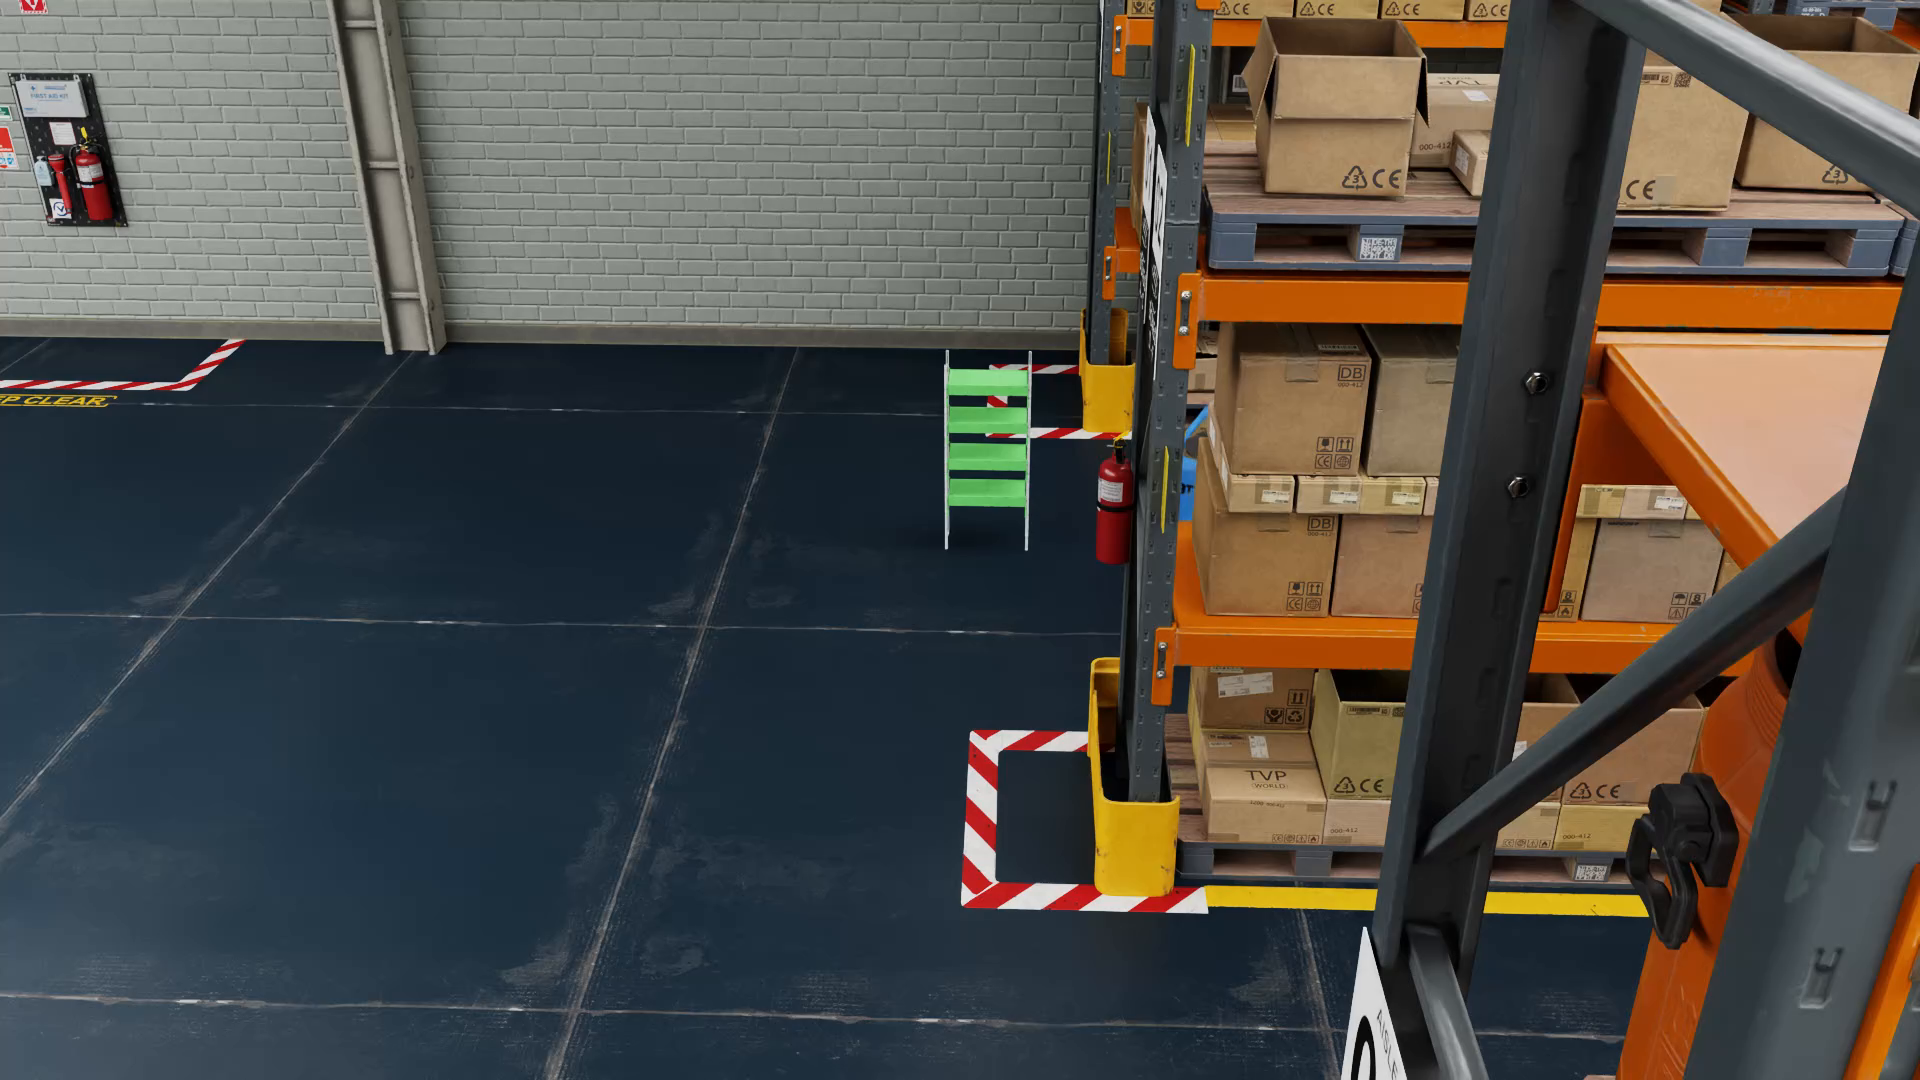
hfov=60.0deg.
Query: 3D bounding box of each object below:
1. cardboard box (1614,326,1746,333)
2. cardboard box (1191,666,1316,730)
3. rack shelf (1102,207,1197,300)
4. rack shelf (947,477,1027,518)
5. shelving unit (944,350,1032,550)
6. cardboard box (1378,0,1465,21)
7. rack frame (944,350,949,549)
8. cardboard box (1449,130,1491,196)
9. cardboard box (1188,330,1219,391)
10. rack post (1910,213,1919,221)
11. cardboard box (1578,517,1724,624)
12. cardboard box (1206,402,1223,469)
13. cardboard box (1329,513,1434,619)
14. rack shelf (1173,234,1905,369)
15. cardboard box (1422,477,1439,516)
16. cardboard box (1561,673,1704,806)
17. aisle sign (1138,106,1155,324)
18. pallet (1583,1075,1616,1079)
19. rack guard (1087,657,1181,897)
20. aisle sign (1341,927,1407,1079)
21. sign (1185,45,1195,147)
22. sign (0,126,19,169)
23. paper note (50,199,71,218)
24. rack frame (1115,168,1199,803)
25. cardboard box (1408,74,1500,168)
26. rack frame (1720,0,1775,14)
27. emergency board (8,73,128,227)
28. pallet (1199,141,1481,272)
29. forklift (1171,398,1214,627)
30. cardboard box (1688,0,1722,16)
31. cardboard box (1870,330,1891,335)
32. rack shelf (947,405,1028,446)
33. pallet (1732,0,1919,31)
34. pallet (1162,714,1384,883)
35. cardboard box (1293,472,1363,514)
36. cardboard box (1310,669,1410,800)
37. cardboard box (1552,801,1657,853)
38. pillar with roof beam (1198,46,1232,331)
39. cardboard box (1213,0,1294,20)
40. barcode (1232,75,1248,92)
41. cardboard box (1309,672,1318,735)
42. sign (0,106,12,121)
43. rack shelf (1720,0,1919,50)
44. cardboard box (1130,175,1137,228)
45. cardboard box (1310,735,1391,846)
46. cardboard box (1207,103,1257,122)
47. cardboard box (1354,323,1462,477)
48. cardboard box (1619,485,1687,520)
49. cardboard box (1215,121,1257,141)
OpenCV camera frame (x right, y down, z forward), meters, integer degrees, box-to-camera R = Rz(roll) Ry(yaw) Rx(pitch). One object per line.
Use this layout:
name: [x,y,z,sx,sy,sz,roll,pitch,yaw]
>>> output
cardboard box: [2.862,-0.615,6.716,0.500,0.500,0.700,1,28,2]
cardboard box: [1.360,0.533,7.729,0.500,0.500,0.500,1,28,2]
rack shelf: [2.983,-2.002,11.593,4.000,0.370,1.077,1,28,2]
rack shelf: [0.165,-0.259,10.106,0.480,0.148,0.258,1,28,2]
shelving unit: [0.165,-0.527,9.964,0.503,1.200,0.258,1,28,2]
cardboard box: [2.900,-3.578,10.466,0.500,0.500,0.500,3,28,5]
rack frame: [-0.078,-0.531,9.971,0.015,1.200,0.240,1,28,2]
cardboard box: [1.983,-1.394,6.145,0.250,0.149,0.380,1,28,2]
cardboard box: [1.673,-1.306,11.912,0.500,0.311,0.500,-2,28,-4]
rack post: [1.386,-0.074,1.315,0.954,0.300,0.937,4,28,7]
cardboard box: [2.827,-0.041,7.017,0.500,0.500,0.700,2,28,3]
cardboard box: [1.202,-0.448,7.094,0.250,0.149,0.380,0,28,1]
cardboard box: [1.804,-0.059,7.051,0.500,0.500,0.700,2,28,3]
rack shelf: [2.812,-1.009,6.516,4.000,0.370,1.077,1,28,2]
cardboard box: [1.963,-0.245,6.710,0.250,0.149,0.380,1,28,1]
cardboard box: [2.840,0.802,7.220,0.500,0.500,0.500,1,28,2]
aisle sign: [0.758,-1.322,6.765,0.004,0.787,0.394,1,28,2]
pallet: [1.458,1.102,1.968,1.213,0.211,1.003,1,28,2]
rack guard: [0.789,1.069,7.699,0.348,0.500,1.175,1,28,2]
aisle sign: [0.573,0.995,2.395,0.004,0.787,0.394,1,28,2]
sign: [0.788,-1.521,5.697,0.005,0.325,0.100,1,28,2]
sign: [-7.299,-2.978,12.626,0.234,0.329,0.001,1,28,2]
paper note: [-6.925,-2.551,12.799,0.142,0.148,0.016,1,28,2]
rack frame: [0.813,-0.035,7.113,0.127,3.000,1.000,1,28,2]
cardboard box: [1.973,-1.645,6.511,0.500,0.250,0.500,1,28,2]
rack frame: [4.982,-2.287,11.362,0.127,3.000,1.000,1,28,2]
emergency board: [-6.750,-2.905,12.527,0.643,1.169,0.194,1,28,2]
pallet: [1.519,-1.297,6.386,1.213,0.211,1.003,1,28,2]
forklift: [2.634,-0.711,8.462,3.031,2.935,1.130,12,30,21]
cardboard box: [4.466,-3.558,10.429,0.500,0.500,0.500,2,28,3]
cardboard box: [3.862,-0.598,6.683,0.500,0.500,0.700,1,28,2]
rack shelf: [0.165,-0.683,9.881,0.480,0.148,0.258,1,28,2]
pallet: [5.595,-3.469,10.590,1.003,0.211,1.213,1,28,2]
pallet: [1.579,1.190,7.779,1.213,0.211,1.003,1,28,2]
cardboard box: [1.462,-0.255,6.729,0.250,0.149,0.380,0,28,0]
cardboard box: [1.841,0.784,7.256,0.500,0.500,0.500,1,28,2]
cardboard box: [2.840,1.133,7.397,0.500,0.250,0.500,1,28,2]
pillar with roof beam: [1.563,-3.382,7.022,0.400,9.000,9.100,1,28,2]
cardboard box: [1.845,-3.583,10.477,0.500,0.500,0.500,3,28,5]
barcode: [1.132,-1.837,6.691,0.075,0.075,0.001,1,28,2]
cardboard box: [1.860,0.868,7.897,0.500,0.250,0.500,1,28,2]
sign: [-7.295,-3.208,12.494,0.331,0.109,0.001,1,28,2]
rack shelf: [6.981,-3.262,10.766,4.000,0.370,1.077,1,28,2]
cardboard box: [1.458,-2.379,11.674,0.500,0.250,0.500,1,28,3]
cardboard box: [1.841,1.114,7.433,0.500,0.250,0.500,1,28,2]
cardboard box: [1.966,-2.706,11.490,0.500,0.500,0.500,1,28,2]
cardboard box: [1.858,-0.631,6.746,0.500,0.500,0.700,0,28,0]
cardboard box: [2.734,-0.232,6.686,0.250,0.149,0.380,1,28,2]
cardboard box: [1.944,-2.466,11.037,0.500,0.500,0.500,1,28,2]
